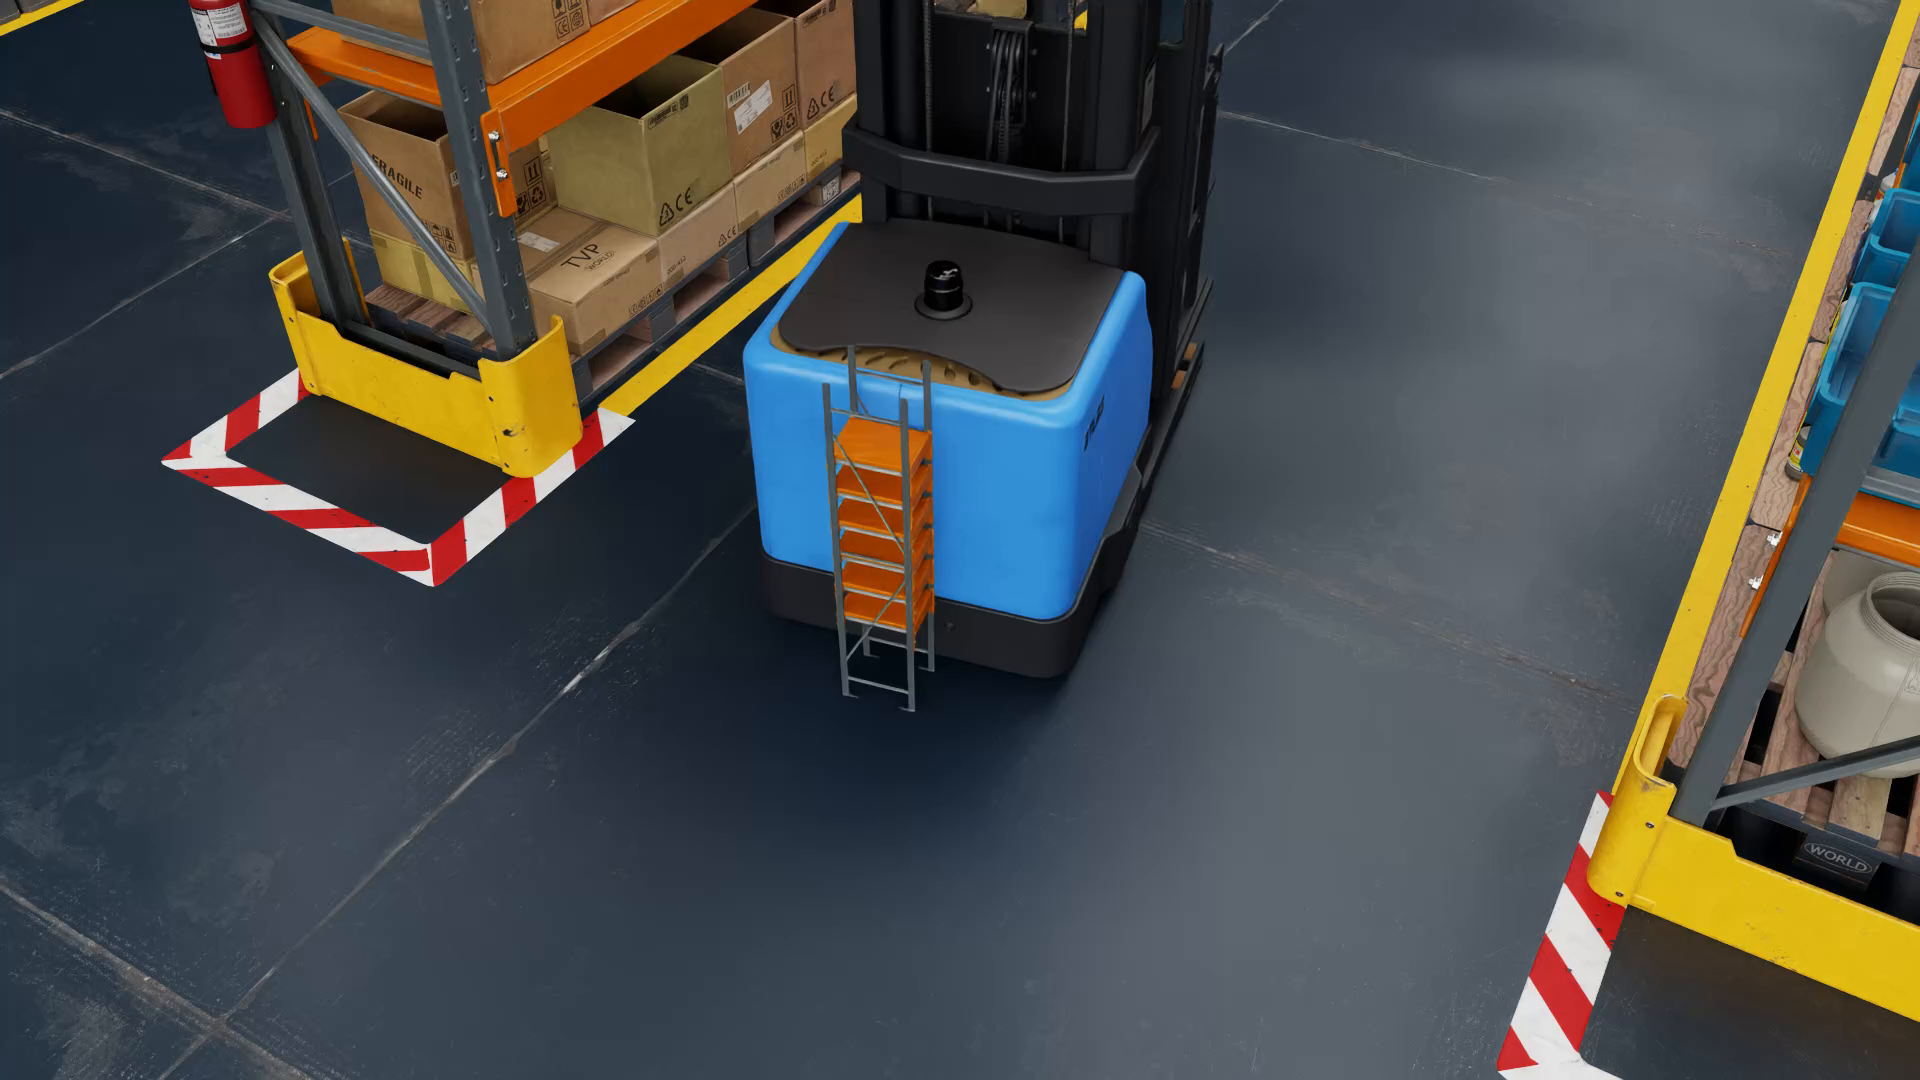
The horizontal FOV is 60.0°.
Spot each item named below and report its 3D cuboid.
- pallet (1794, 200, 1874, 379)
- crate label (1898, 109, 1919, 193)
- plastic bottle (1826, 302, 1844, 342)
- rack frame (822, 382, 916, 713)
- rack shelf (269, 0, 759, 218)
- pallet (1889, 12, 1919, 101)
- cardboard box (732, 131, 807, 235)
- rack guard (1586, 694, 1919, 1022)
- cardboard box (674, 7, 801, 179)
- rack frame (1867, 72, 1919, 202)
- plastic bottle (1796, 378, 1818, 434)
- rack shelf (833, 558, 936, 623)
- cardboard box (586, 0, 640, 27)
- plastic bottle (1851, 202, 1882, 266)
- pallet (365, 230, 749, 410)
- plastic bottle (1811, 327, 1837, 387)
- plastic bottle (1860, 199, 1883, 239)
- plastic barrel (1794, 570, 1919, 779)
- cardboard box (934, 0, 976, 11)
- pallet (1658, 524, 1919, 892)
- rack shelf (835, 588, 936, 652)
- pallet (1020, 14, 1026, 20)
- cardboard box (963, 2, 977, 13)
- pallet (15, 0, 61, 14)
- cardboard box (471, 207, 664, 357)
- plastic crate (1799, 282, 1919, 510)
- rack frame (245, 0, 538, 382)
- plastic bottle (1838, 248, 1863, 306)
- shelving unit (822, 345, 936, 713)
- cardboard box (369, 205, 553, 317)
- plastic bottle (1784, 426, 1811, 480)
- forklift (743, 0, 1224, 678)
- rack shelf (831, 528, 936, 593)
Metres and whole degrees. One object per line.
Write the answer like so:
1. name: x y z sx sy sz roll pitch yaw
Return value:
1. pallet: 3.959 -0.870 6.578 1.003 0.211 1.213 21 45 22
2. crate label: 3.016 -1.154 4.764 0.502 0.435 0.616 21 45 22
3. plastic bottle: 3.311 -0.815 6.190 0.097 0.201 0.097 0 41 0
4. rack frame: -0.252 0.058 4.776 0.240 1.200 0.006 12 43 14
5. rack shelf: -0.957 -2.513 6.878 1.077 0.370 4.000 21 45 22
6. pallet: 5.300 -2.404 8.320 1.003 0.211 1.213 21 45 22
7. cardboard box: -0.999 -1.571 7.027 0.500 0.250 0.500 21 45 22
8. rack guard: 2.326 0.881 4.372 1.175 0.500 0.348 21 45 22
9. cardboard box: -1.009 -1.856 6.783 0.500 0.500 0.500 21 45 22
10. rack frame: 4.331 -2.287 6.077 1.000 3.000 0.127 21 45 22
11. plastic bottle: 3.018 -0.472 5.745 0.152 0.276 0.135 21 46 22
12. rack shelf: -0.223 0.124 4.950 0.258 0.103 0.180 12 43 14
13. cardboard box: -1.454 -2.241 5.950 0.700 0.500 0.500 22 46 23
14. plastic bottle: 3.654 -1.199 6.569 0.152 0.276 0.135 23 46 24
15. pallet: -1.611 -1.044 6.775 1.003 0.211 1.213 21 45 22
16. plastic bottle: 3.167 -0.676 5.919 0.144 0.351 0.185 23 46 24
17. plastic bottle: 3.741 -1.307 6.748 0.097 0.201 0.097 0 41 0
18. plastic barrel: 2.592 0.376 4.618 0.421 0.512 0.421 0 41 0
19. cardboard box: -0.259 -2.715 7.758 0.500 0.500 0.500 21 45 22
20. pallet: 2.738 0.526 4.993 1.003 0.211 1.213 21 45 22
21. rack shelf: -0.223 0.214 5.029 0.258 0.103 0.180 12 43 14
22. pallet: -0.390 -2.440 8.361 1.003 0.211 1.213 21 45 22
23. cardboard box: -0.258 -2.433 8.006 0.500 0.250 0.500 21 45 22
24. pallet: -5.162 -3.420 9.474 1.003 0.211 1.213 21 45 22
25. cardboard box: -1.497 -0.998 6.376 0.500 0.250 0.500 21 45 22
26. plastic crate: 2.320 -0.328 3.965 0.499 0.251 0.616 21 45 22
27. rack frame: -1.958 -1.639 5.341 1.000 3.000 0.127 21 45 22
28. plastic bottle: 3.473 -1.025 6.316 0.144 0.351 0.185 19 45 20
29. shelving unit: -0.223 0.001 4.842 0.258 1.200 0.189 12 43 14
30. cardboard box: -1.945 -1.169 6.570 0.500 0.250 0.500 21 45 22
31. plastic bottle: 2.869 -0.309 5.616 0.097 0.201 0.097 0 41 0
32. forklift: 0.307 -1.657 5.414 1.130 2.935 3.031 12 43 14
33. rack shelf: -0.223 0.034 4.871 0.258 0.103 0.180 12 43 14
